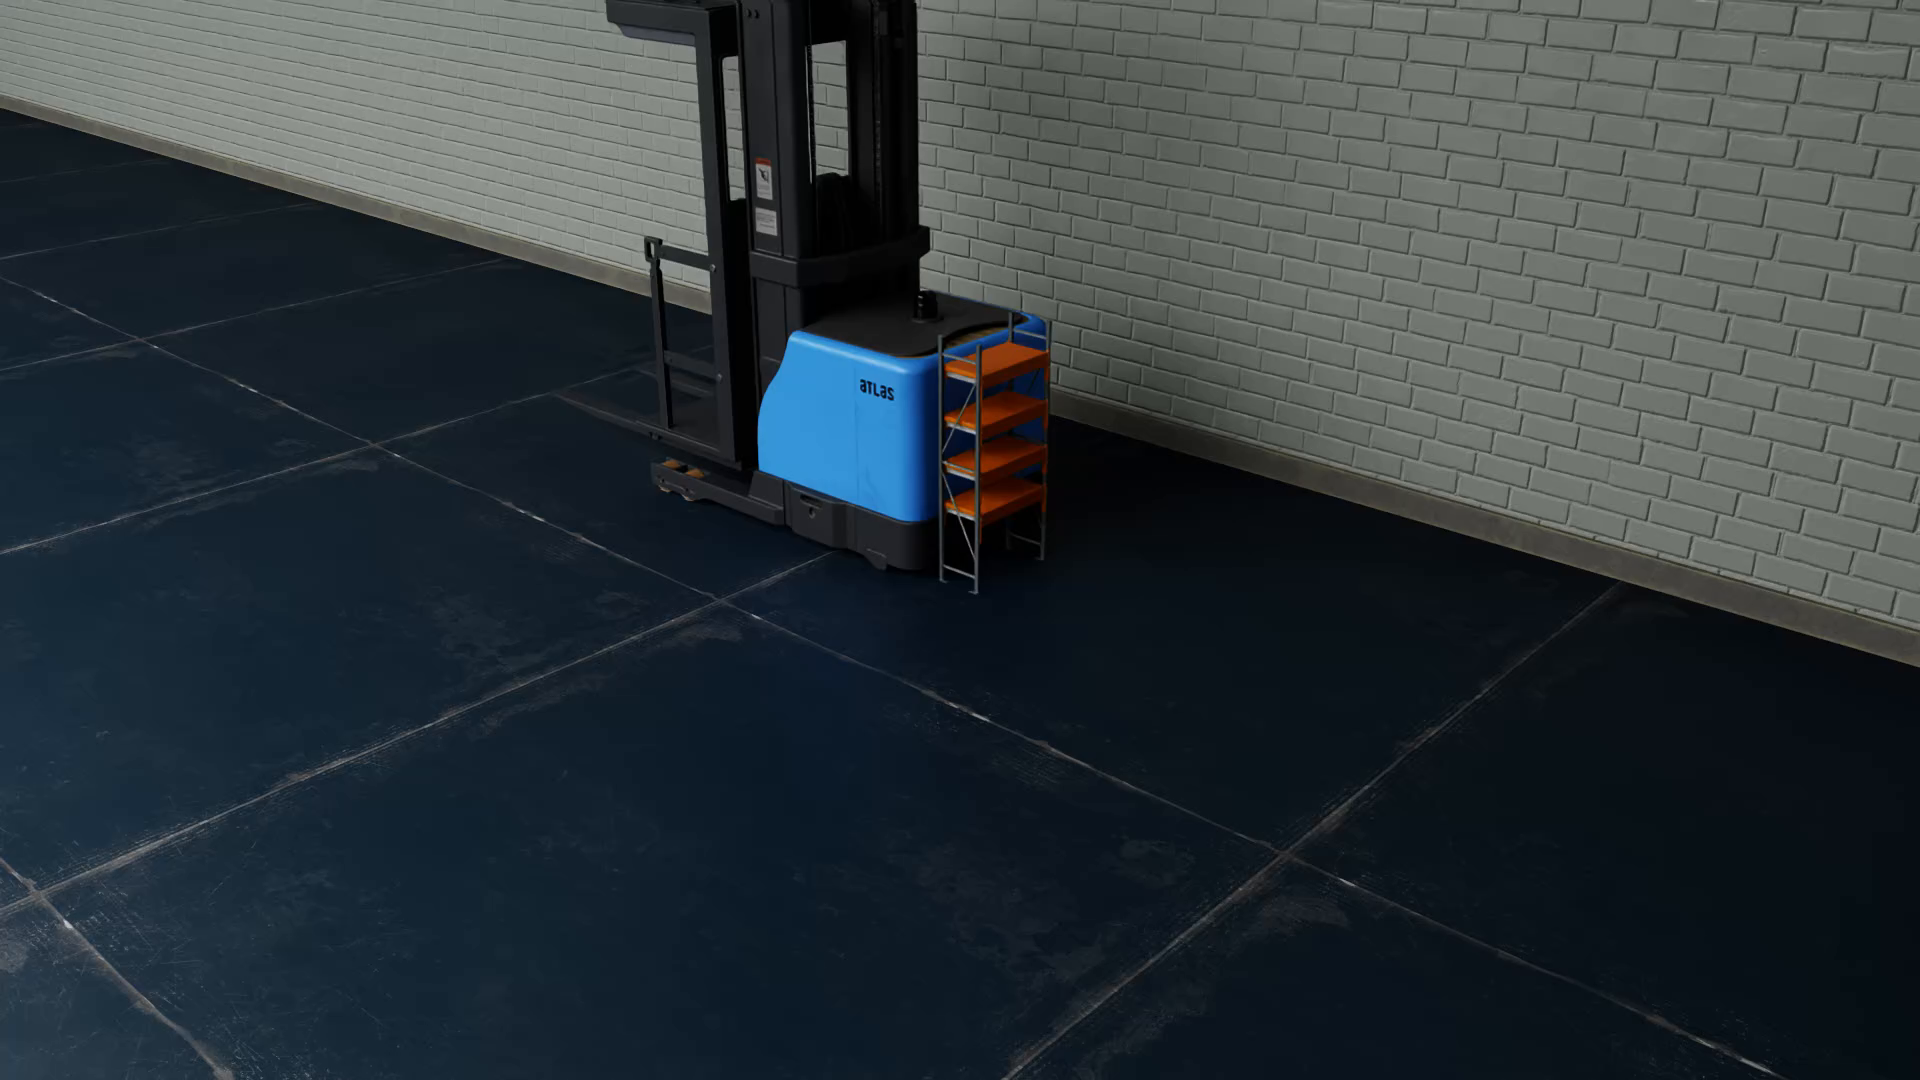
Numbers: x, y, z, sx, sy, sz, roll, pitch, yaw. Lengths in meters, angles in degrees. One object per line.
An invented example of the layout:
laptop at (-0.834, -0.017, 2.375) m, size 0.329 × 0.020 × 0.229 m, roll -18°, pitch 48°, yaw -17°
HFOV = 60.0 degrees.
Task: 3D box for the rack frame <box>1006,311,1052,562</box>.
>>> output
rack frame at (0.320, -0.476, 7.844) m, size 0.240 × 1.200 × 0.015 m, roll 20°, pitch 31°, yaw 37°

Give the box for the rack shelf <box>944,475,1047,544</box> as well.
rack shelf at (0.159, -0.158, 7.785) m, size 0.258 × 0.148 × 0.480 m, roll 20°, pitch 31°, yaw 37°

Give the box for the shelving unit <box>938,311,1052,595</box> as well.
shelving unit at (0.159, -0.400, 7.676) m, size 0.258 × 1.200 × 0.503 m, roll 20°, pitch 31°, yaw 37°

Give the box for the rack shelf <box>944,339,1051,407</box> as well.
rack shelf at (0.159, -0.759, 7.515) m, size 0.258 × 0.148 × 0.480 m, roll 20°, pitch 31°, yaw 37°

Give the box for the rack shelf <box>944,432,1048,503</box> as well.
rack shelf at (0.159, -0.339, 7.704) m, size 0.258 × 0.148 × 0.480 m, roll 20°, pitch 31°, yaw 37°

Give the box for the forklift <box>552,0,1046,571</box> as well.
forklift at (-1.002, -1.681, 8.416) m, size 3.031 × 2.935 × 1.130 m, roll 20°, pitch 31°, yaw 37°

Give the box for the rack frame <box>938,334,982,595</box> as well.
rack frame at (-0.002, -0.325, 7.509) m, size 0.240 × 1.200 × 0.015 m, roll 20°, pitch 31°, yaw 37°

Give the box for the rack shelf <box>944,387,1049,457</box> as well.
rack shelf at (0.159, -0.543, 7.612) m, size 0.258 × 0.148 × 0.480 m, roll 20°, pitch 31°, yaw 37°
